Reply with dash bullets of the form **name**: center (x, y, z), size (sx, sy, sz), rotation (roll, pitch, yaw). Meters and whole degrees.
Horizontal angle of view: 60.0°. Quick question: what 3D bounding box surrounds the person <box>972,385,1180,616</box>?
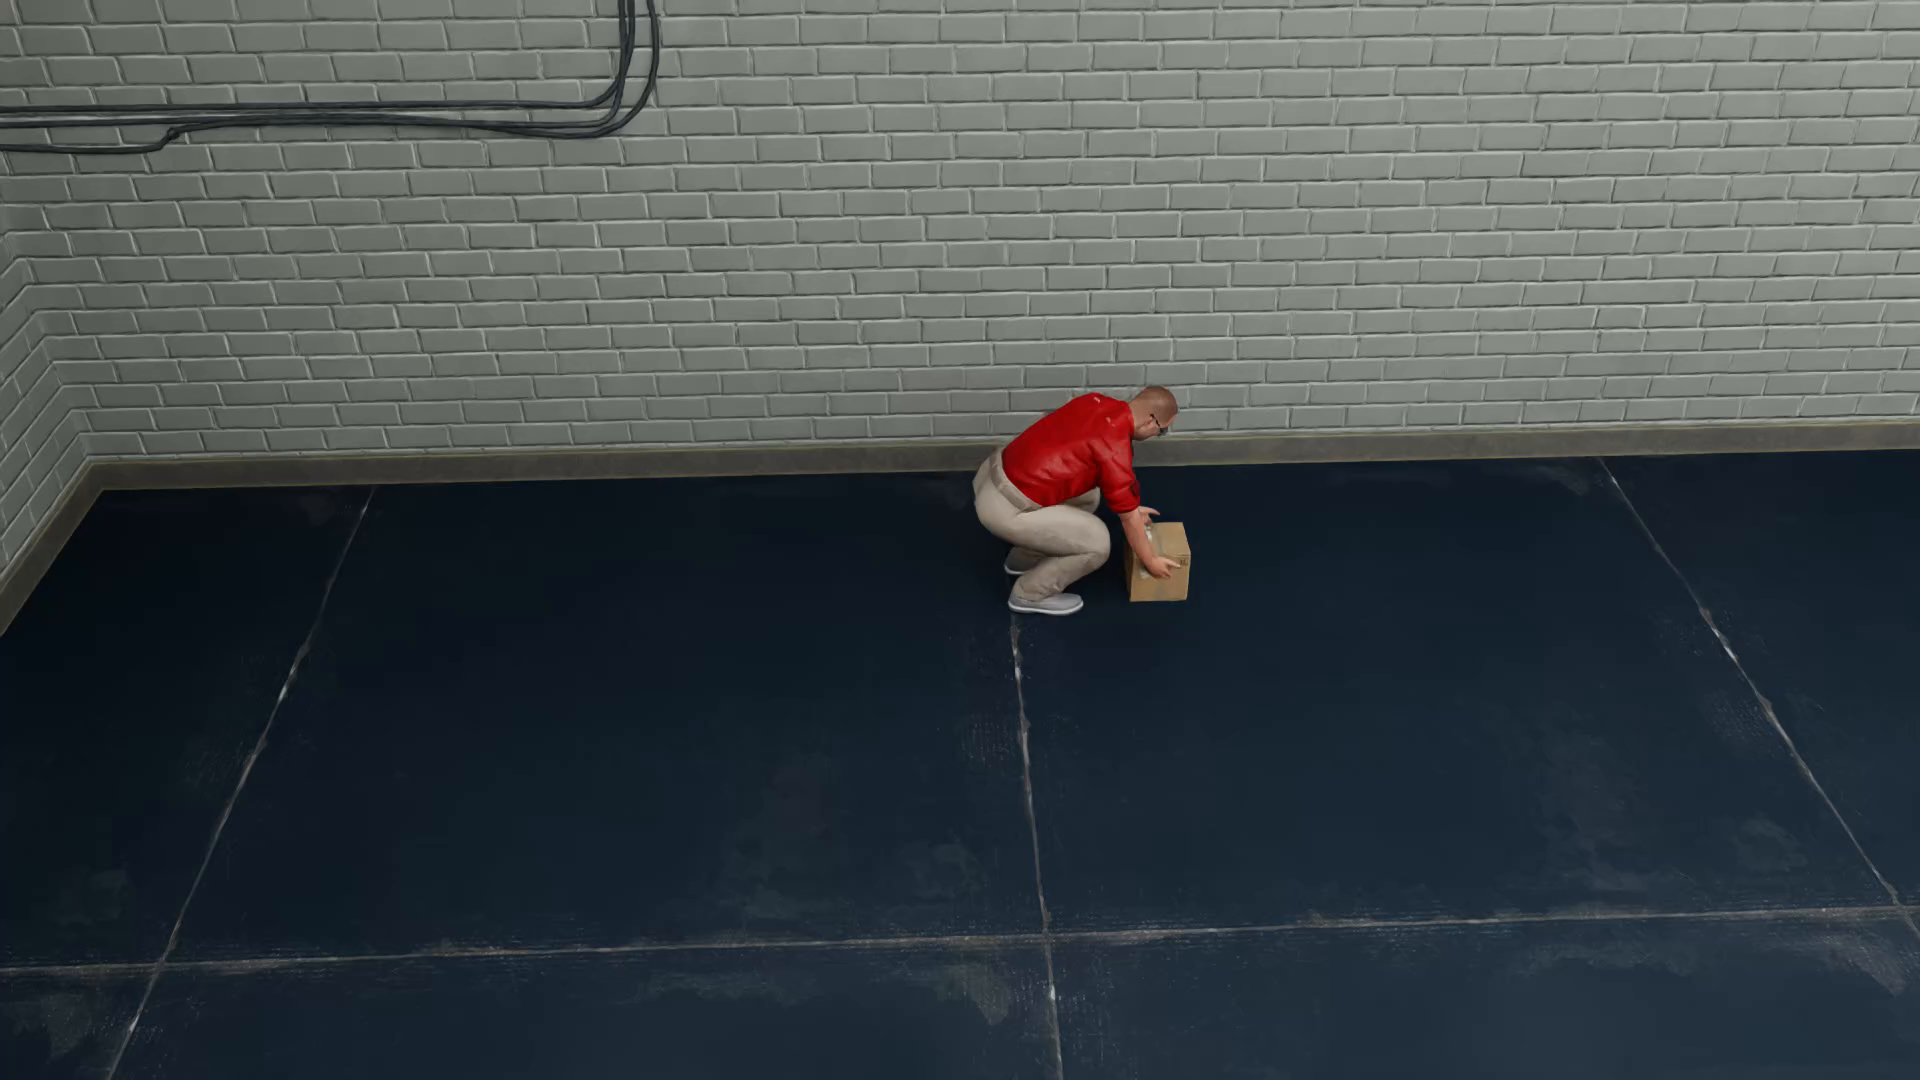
- **person**: center (0.493, -0.200, 7.113), size (0.878, 0.968, 0.569), rotation (-2, 35, -2)
